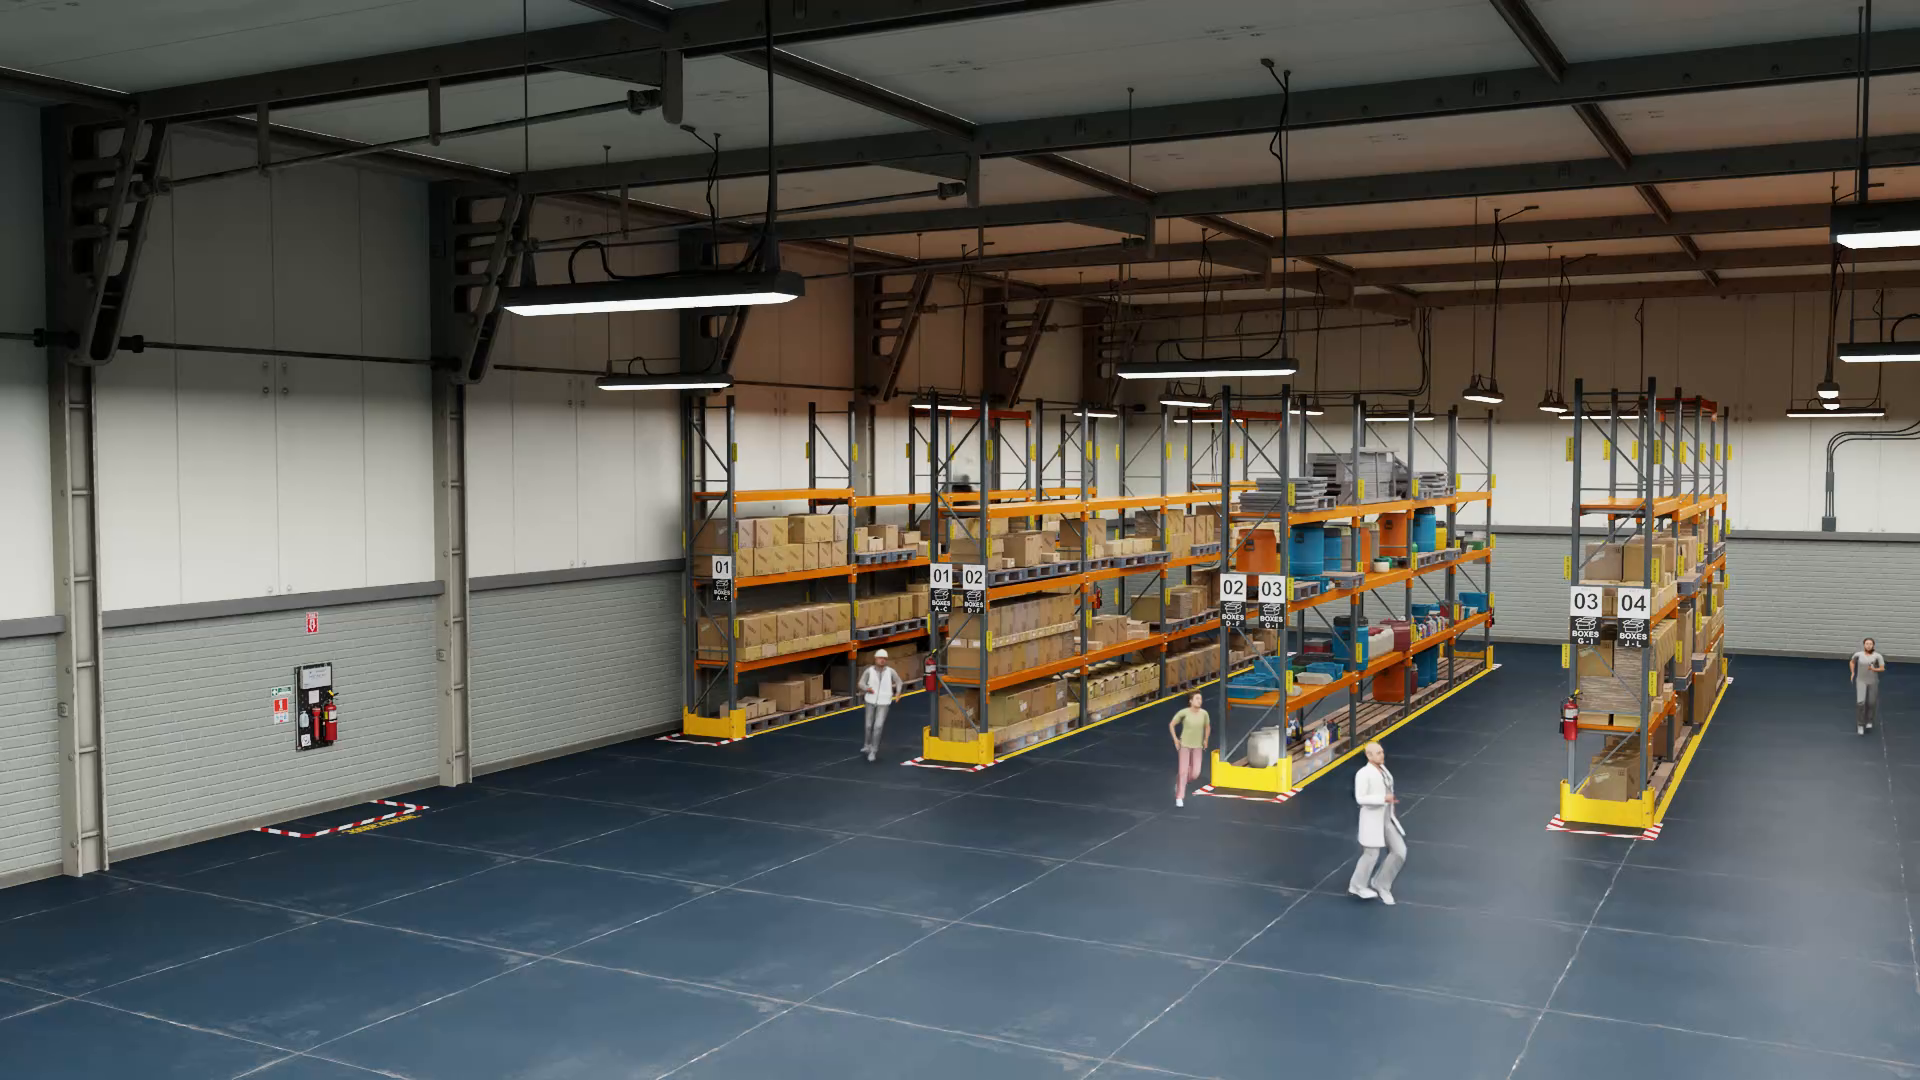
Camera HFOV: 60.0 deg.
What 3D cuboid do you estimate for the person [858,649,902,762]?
[{"bbox_3d":[-1.320,2.682,27.197,0.712,1.793,0.739,0,3,3],"label":"person"}]

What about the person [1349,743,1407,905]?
[{"bbox_3d":[4.643,3.198,18.416,0.688,1.725,0.755,-2,4,-36],"label":"person"}]

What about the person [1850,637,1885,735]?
[{"bbox_3d":[16.212,2.597,29.722,0.537,1.723,0.768,2,3,27],"label":"person"}]

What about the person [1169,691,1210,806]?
[{"bbox_3d":[3.297,2.958,23.775,0.625,1.626,0.558,0,3,-9],"label":"person"}]
